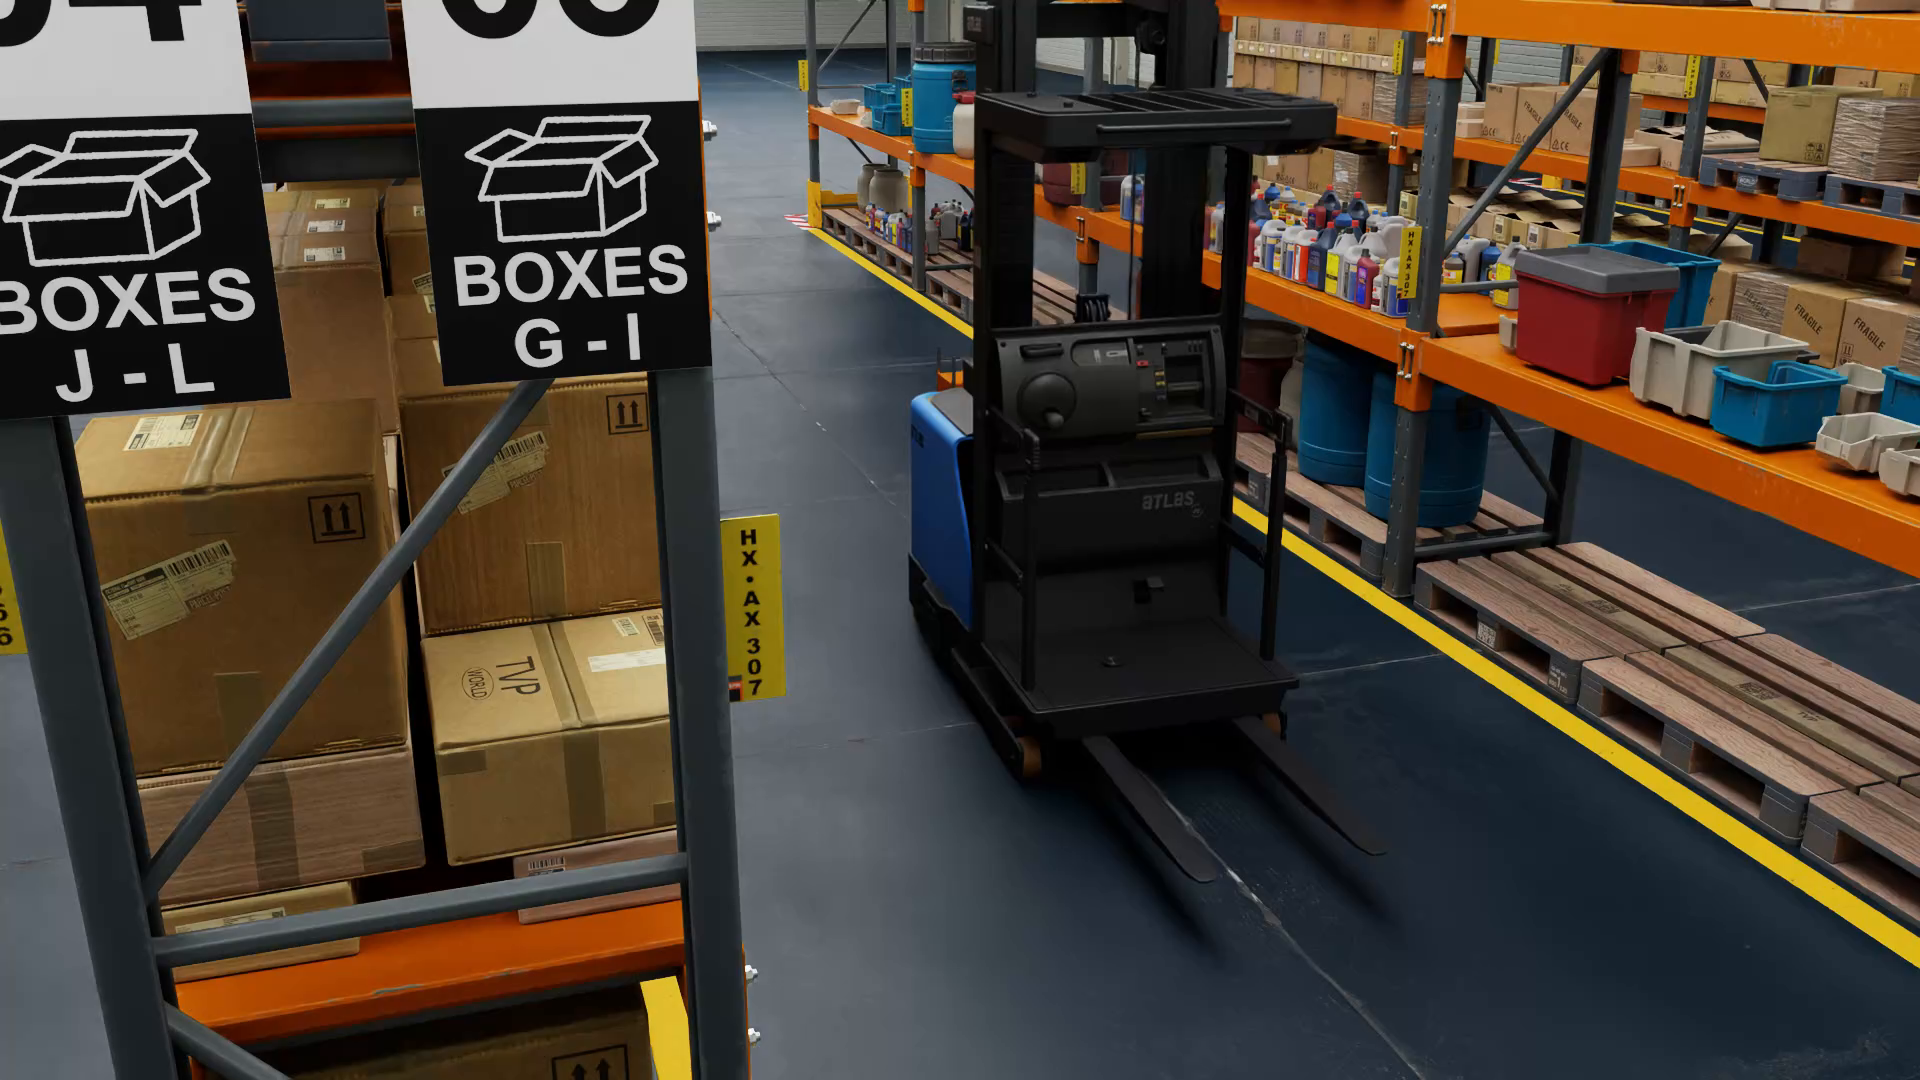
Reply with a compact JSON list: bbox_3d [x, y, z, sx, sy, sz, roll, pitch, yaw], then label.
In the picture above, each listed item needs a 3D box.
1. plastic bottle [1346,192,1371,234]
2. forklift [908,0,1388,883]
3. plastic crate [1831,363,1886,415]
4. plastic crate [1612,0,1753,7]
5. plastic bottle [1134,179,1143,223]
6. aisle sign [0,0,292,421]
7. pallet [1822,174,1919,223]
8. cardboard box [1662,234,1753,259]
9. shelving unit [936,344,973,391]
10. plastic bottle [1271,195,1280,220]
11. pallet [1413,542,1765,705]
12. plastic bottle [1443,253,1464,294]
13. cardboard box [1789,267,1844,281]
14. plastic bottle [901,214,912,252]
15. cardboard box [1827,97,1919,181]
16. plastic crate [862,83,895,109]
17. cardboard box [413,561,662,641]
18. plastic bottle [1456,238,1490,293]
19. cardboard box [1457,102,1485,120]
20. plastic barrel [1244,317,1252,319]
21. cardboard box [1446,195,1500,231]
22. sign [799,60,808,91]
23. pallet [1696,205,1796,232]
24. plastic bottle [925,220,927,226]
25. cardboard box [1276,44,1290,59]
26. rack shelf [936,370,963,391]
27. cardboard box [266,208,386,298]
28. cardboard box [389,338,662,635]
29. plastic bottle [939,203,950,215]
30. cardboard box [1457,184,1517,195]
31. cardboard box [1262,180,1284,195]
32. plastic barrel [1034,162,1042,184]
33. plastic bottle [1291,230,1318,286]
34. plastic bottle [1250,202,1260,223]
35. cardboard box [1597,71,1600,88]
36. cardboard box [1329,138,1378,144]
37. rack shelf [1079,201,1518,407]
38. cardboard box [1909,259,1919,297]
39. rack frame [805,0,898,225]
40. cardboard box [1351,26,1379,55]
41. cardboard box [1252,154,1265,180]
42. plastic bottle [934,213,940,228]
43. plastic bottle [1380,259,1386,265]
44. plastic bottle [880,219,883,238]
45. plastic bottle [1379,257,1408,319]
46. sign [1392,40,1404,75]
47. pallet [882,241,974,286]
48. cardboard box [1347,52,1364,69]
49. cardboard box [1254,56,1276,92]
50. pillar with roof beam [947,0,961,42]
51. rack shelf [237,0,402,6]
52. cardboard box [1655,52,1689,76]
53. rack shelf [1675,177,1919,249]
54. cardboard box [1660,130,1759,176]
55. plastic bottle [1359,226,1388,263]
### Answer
[{"bbox_3d":[2.317,-1.844,9.685,0.144,0.351,0.185,-6,21,-17],"label":"plastic bottle"},{"bbox_3d":[0.657,-0.612,6.285,1.130,2.935,3.031,-6,21,-15],"label":"forklift"},{"bbox_3d":[3.405,-0.570,6.366,0.293,0.136,0.466,-6,21,-17],"label":"plastic crate"},{"bbox_3d":[2.702,-2.115,6.123,0.497,0.269,0.590,-6,21,-17],"label":"plastic crate"},{"bbox_3d":[1.155,-2.202,10.800,0.097,0.271,0.097,0,20,0],"label":"plastic bottle"},{"bbox_3d":[-1.135,-0.551,2.167,0.394,0.787,0.004,-6,21,-17],"label":"aisle sign"},{"bbox_3d":[6.634,-2.287,11.131,1.003,0.211,1.213,-6,21,-17],"label":"pallet"},{"bbox_3d":[6.133,-2.368,13.688,0.500,0.311,0.500,-6,21,-15],"label":"cardboard box"},{"bbox_3d":[0.017,-0.477,8.691,0.215,1.050,0.252,-6,21,-17],"label":"shelving unit"},{"bbox_3d":[2.030,-2.091,10.595,0.097,0.201,0.097,0,20,0],"label":"plastic bottle"},{"bbox_3d":[2.840,0.352,7.625,1.003,0.211,1.213,-6,21,-17],"label":"pallet"},{"bbox_3d":[2.561,-1.386,8.632,0.097,0.201,0.097,0,20,0],"label":"plastic bottle"},{"bbox_3d":[6.535,-1.756,12.416,0.500,0.500,0.500,-6,20,-15],"label":"cardboard box"},{"bbox_3d":[-0.479,-2.958,15.981,0.144,0.351,0.185,-7,21,-20],"label":"plastic bottle"},{"bbox_3d":[6.430,-2.742,11.343,0.700,0.500,0.500,-3,20,-7],"label":"cardboard box"},{"bbox_3d":[-0.758,-4.844,18.186,0.499,0.251,0.616,-6,21,-17],"label":"plastic crate"},{"bbox_3d":[-0.937,0.199,3.706,0.500,0.250,0.500,-7,21,-18],"label":"cardboard box"},{"bbox_3d":[2.673,-1.440,8.673,0.152,0.276,0.135,-6,21,-17],"label":"plastic bottle"},{"bbox_3d":[4.958,-4.061,16.006,0.500,0.250,0.500,-5,20,-14],"label":"cardboard box"},{"bbox_3d":[1.747,-1.176,10.812,0.421,0.512,0.421,0,20,0],"label":"plastic barrel"},{"bbox_3d":[4.807,-3.132,15.815,0.500,0.311,0.500,-7,21,-18],"label":"cardboard box"},{"bbox_3d":[-1.723,-5.116,18.314,0.100,0.325,0.005,-6,21,-17],"label":"sign"},{"bbox_3d":[9.218,-3.712,18.938,1.003,0.211,1.213,-6,21,-17],"label":"pallet"},{"bbox_3d":[-0.346,-2.946,16.060,0.152,0.276,0.135,-6,21,-17],"label":"plastic bottle"},{"bbox_3d":[3.749,-5.441,18.519,0.380,0.149,0.250,-7,21,-19],"label":"cardboard box"},{"bbox_3d":[0.017,-0.734,8.599,0.215,0.259,0.240,-6,21,-17],"label":"rack shelf"},{"bbox_3d":[-2.074,-0.749,5.236,0.500,0.500,0.500,-6,21,-17],"label":"cardboard box"},{"bbox_3d":[-0.924,-0.148,3.563,0.500,0.500,0.500,-7,21,-19],"label":"cardboard box"},{"bbox_3d":[-0.153,-3.342,17.161,0.152,0.276,0.135,-6,21,-17],"label":"plastic bottle"},{"bbox_3d":[5.161,-3.353,16.430,0.500,0.311,0.500,-6,21,-17],"label":"cardboard box"},{"bbox_3d":[3.779,-3.956,18.938,0.500,0.250,0.500,-6,21,-17],"label":"cardboard box"},{"bbox_3d":[0.657,-2.971,12.586,0.421,0.512,0.421,0,20,0],"label":"plastic barrel"},{"bbox_3d":[1.868,-1.505,8.853,0.152,0.276,0.135,-6,21,-17],"label":"plastic bottle"},{"bbox_3d":[1.627,-1.783,9.516,0.144,0.351,0.185,-6,21,-17],"label":"plastic bottle"},{"bbox_3d":[8.234,-5.679,20.483,0.500,0.250,0.500,-7,21,-19],"label":"cardboard box"},{"bbox_3d":[4.439,-4.204,18.521,0.500,0.500,0.500,-6,21,-17],"label":"cardboard box"},{"bbox_3d":[1.944,-1.496,9.707,1.077,0.370,4.000,-6,21,-17],"label":"rack shelf"},{"bbox_3d":[6.883,-1.764,11.328,0.500,0.250,0.500,-7,21,-18],"label":"cardboard box"},{"bbox_3d":[-1.199,-5.043,18.520,1.000,3.000,0.127,-6,21,-17],"label":"rack frame"},{"bbox_3d":[4.456,-5.246,17.017,0.700,0.500,0.500,-6,21,-17],"label":"cardboard box"},{"bbox_3d":[3.620,-4.469,19.258,0.500,0.500,0.500,-6,21,-17],"label":"cardboard box"},{"bbox_3d":[-0.222,-3.243,16.997,0.097,0.201,0.097,0,20,0],"label":"plastic bottle"},{"bbox_3d":[2.139,-1.327,8.469,0.097,0.201,0.097,0,20,0],"label":"plastic bottle"},{"bbox_3d":[-0.755,-3.144,16.722,0.097,0.201,0.097,0,20,0],"label":"plastic bottle"},{"bbox_3d":[2.142,-1.226,8.076,0.152,0.276,0.135,-6,21,-17],"label":"plastic bottle"},{"bbox_3d":[4.235,-4.670,16.083,0.100,0.325,0.005,-6,21,-17],"label":"sign"},{"bbox_3d":[-0.114,-2.667,16.030,1.003,0.211,1.213,-6,21,-17],"label":"pallet"},{"bbox_3d":[4.228,-4.949,17.150,0.380,0.149,0.250,-6,21,-17],"label":"cardboard box"},{"bbox_3d":[3.808,-5.296,19.076,0.700,0.500,0.500,-6,21,-16],"label":"cardboard box"},{"bbox_3d":[-4.269,-17.956,45.596,9.100,9.000,0.400,-6,21,-17],"label":"pillar with roof beam"},{"bbox_3d":[-2.758,-2.381,7.735,1.077,0.370,4.000,-6,21,-17],"label":"rack shelf"},{"bbox_3d":[8.546,-5.712,19.465,0.500,0.500,0.500,-6,21,-16],"label":"cardboard box"},{"bbox_3d":[6.647,-2.021,11.169,1.077,0.370,4.000,-6,21,-17],"label":"rack shelf"},{"bbox_3d":[5.946,-3.080,13.187,0.500,0.311,0.500,-5,20,-14],"label":"cardboard box"},{"bbox_3d":[2.110,-1.445,8.574,0.144,0.351,0.185,-6,21,-17],"label":"plastic bottle"}]
